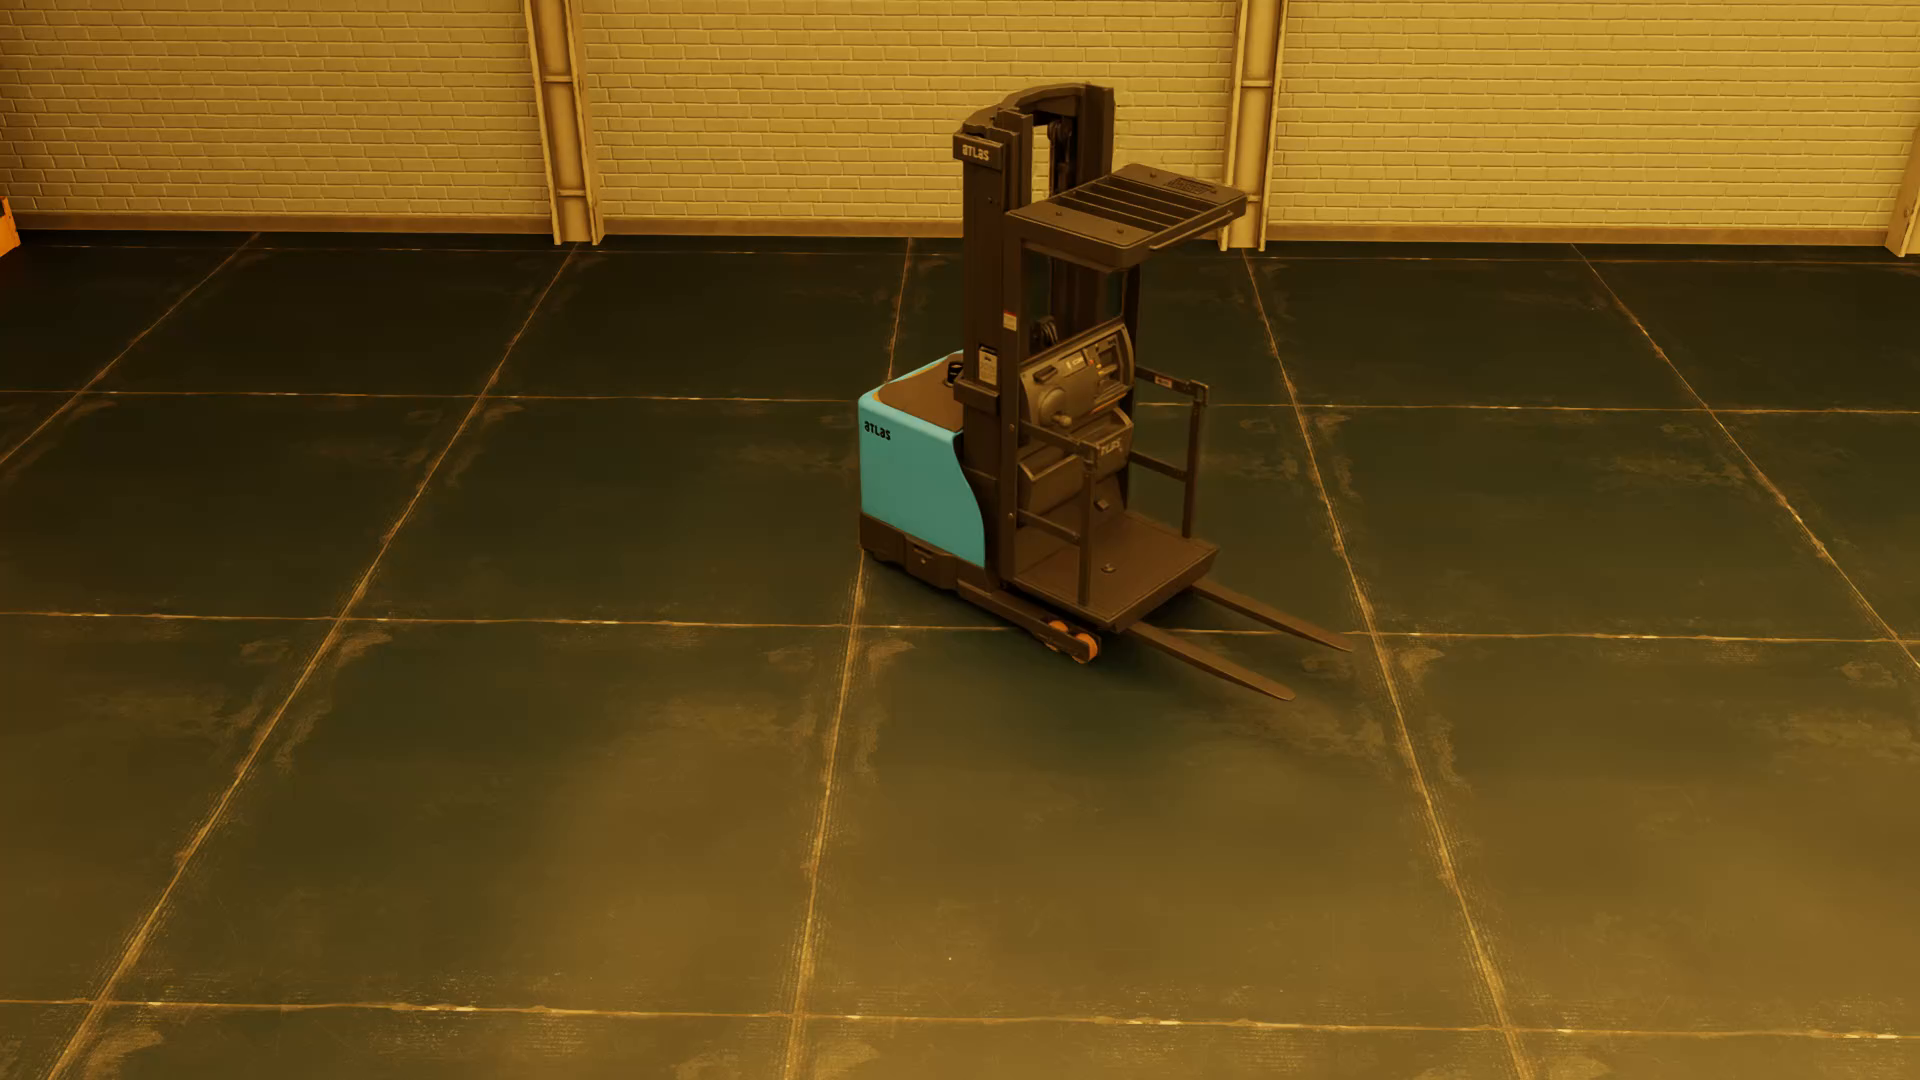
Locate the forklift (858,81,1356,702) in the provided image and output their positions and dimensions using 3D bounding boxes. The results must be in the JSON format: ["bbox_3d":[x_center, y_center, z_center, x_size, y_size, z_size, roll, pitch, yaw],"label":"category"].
[{"bbox_3d":[0.813,-0.873,9.094,3.031,2.935,1.130,24,38,35],"label":"forklift"}]
